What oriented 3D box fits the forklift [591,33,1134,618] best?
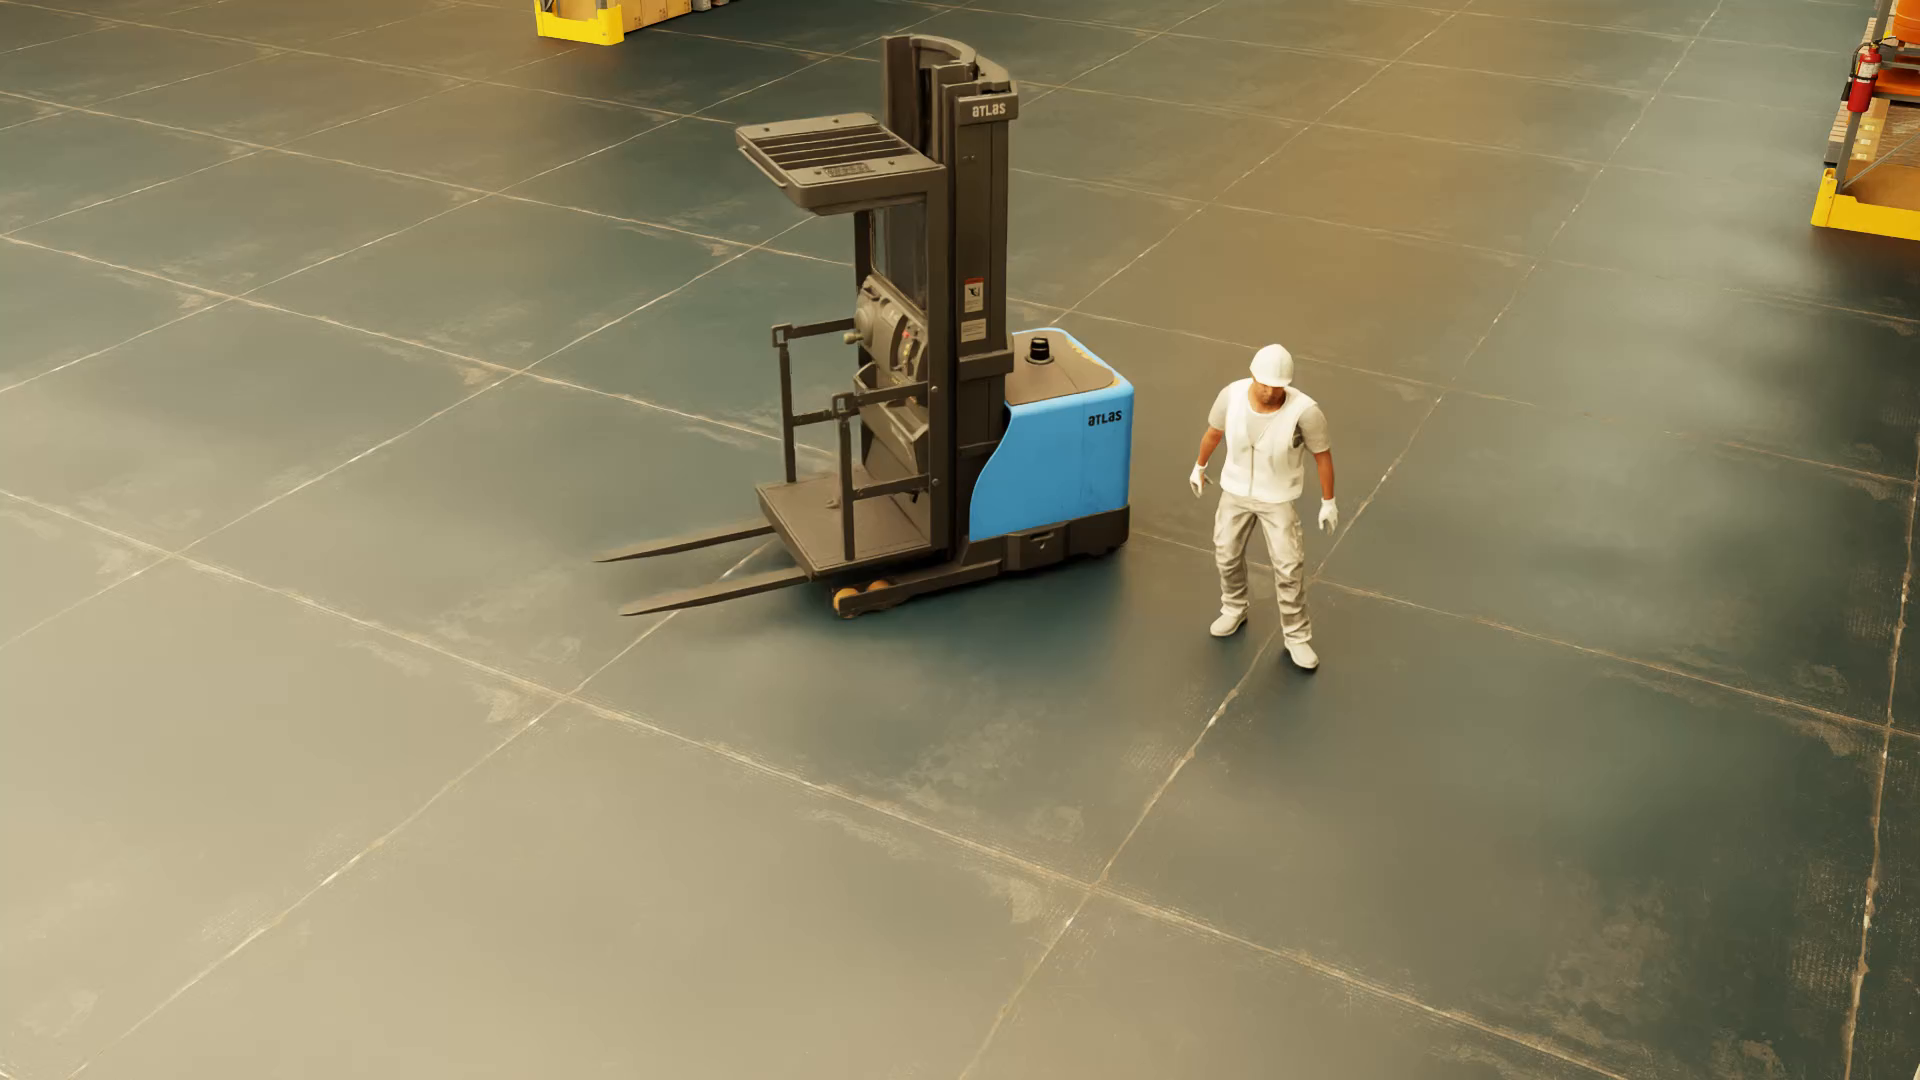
[{"bbox_3d":[-0.564,-1.134,9.036,3.031,2.935,1.130,-12,32,-20],"label":"forklift"}]

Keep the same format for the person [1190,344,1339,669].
[{"bbox_3d":[1.568,-0.224,8.647,0.871,1.745,0.440,16,33,25],"label":"person"}]
